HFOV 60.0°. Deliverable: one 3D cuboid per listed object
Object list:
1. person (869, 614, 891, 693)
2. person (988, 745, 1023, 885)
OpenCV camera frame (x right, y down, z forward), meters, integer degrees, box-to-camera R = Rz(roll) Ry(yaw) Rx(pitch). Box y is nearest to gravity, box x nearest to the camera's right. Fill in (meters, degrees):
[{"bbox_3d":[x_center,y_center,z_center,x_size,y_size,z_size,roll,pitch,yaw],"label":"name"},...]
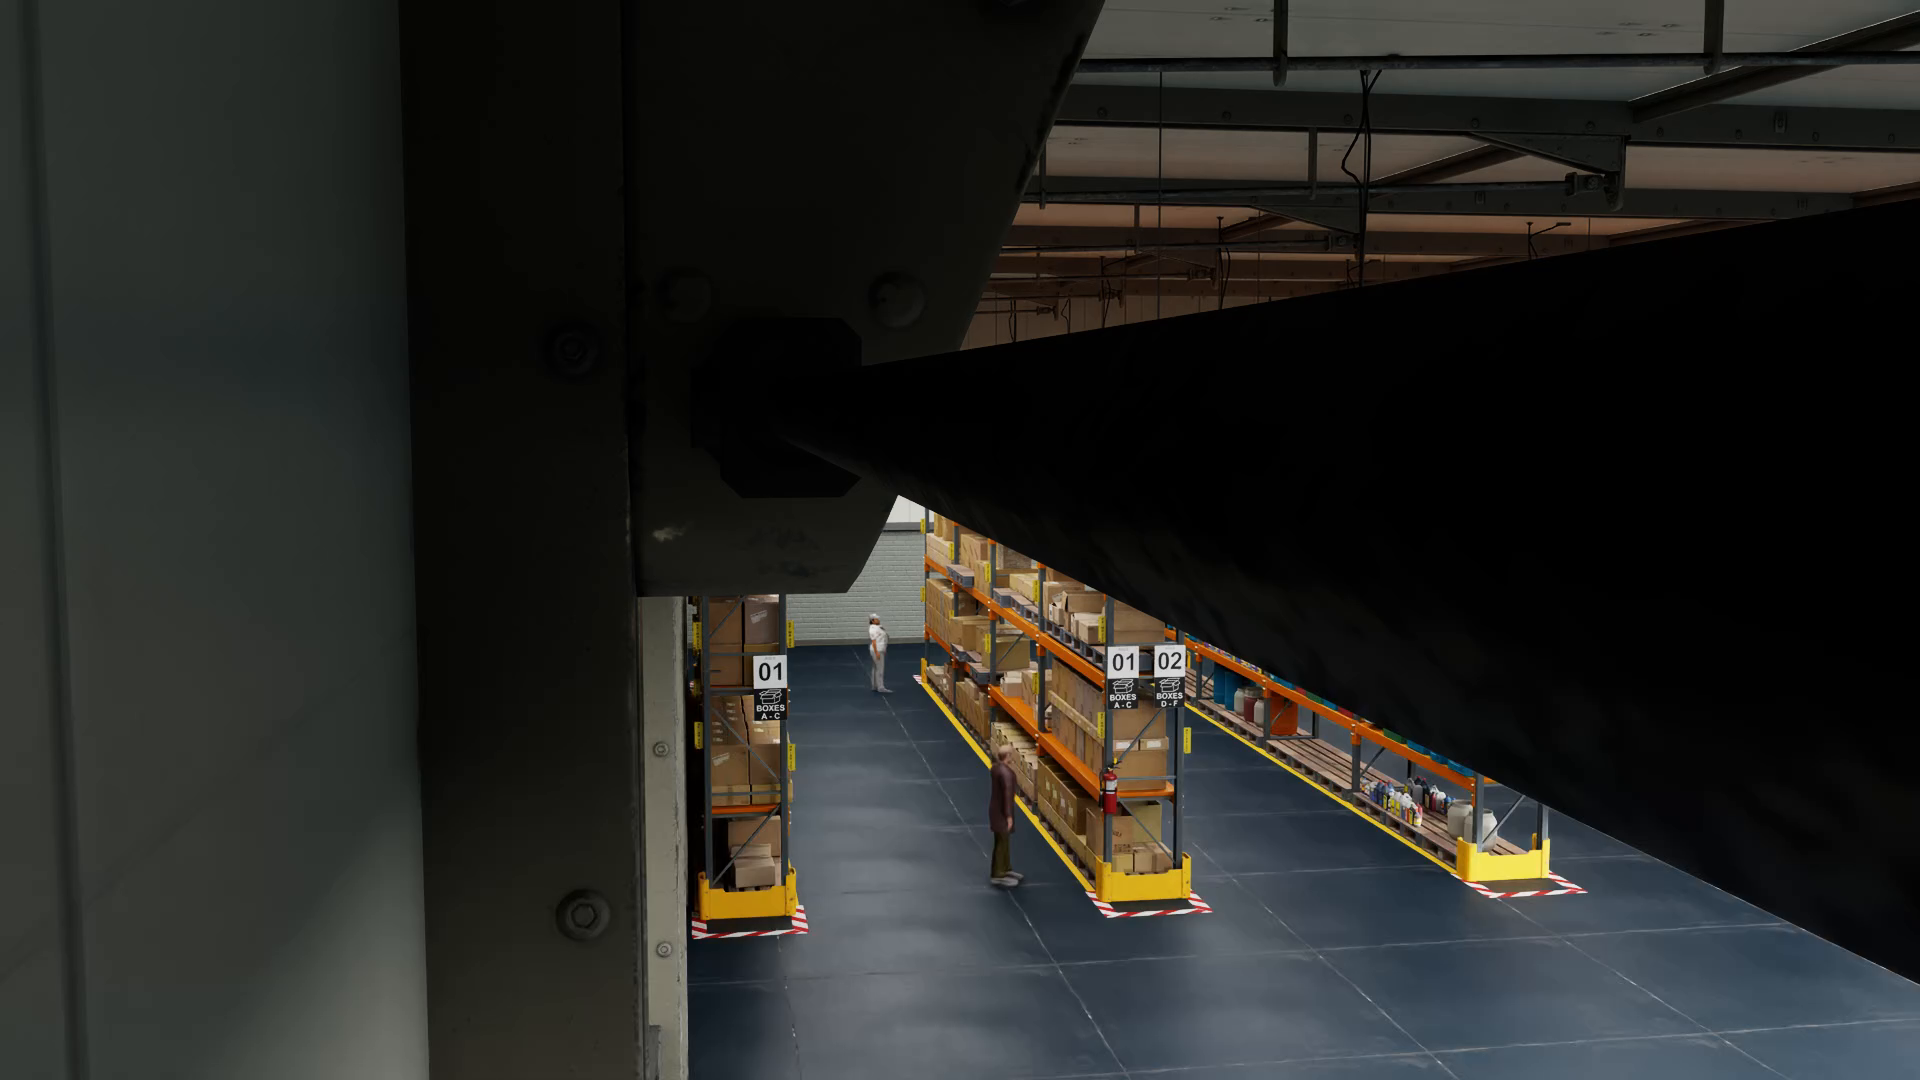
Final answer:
[{"bbox_3d":[-1.702,2.398,35.434,0.459,1.657,0.525,0,5,0],"label":"person"},{"bbox_3d":[0.591,3.541,21.527,0.467,1.799,0.604,-1,5,-13],"label":"person"}]
